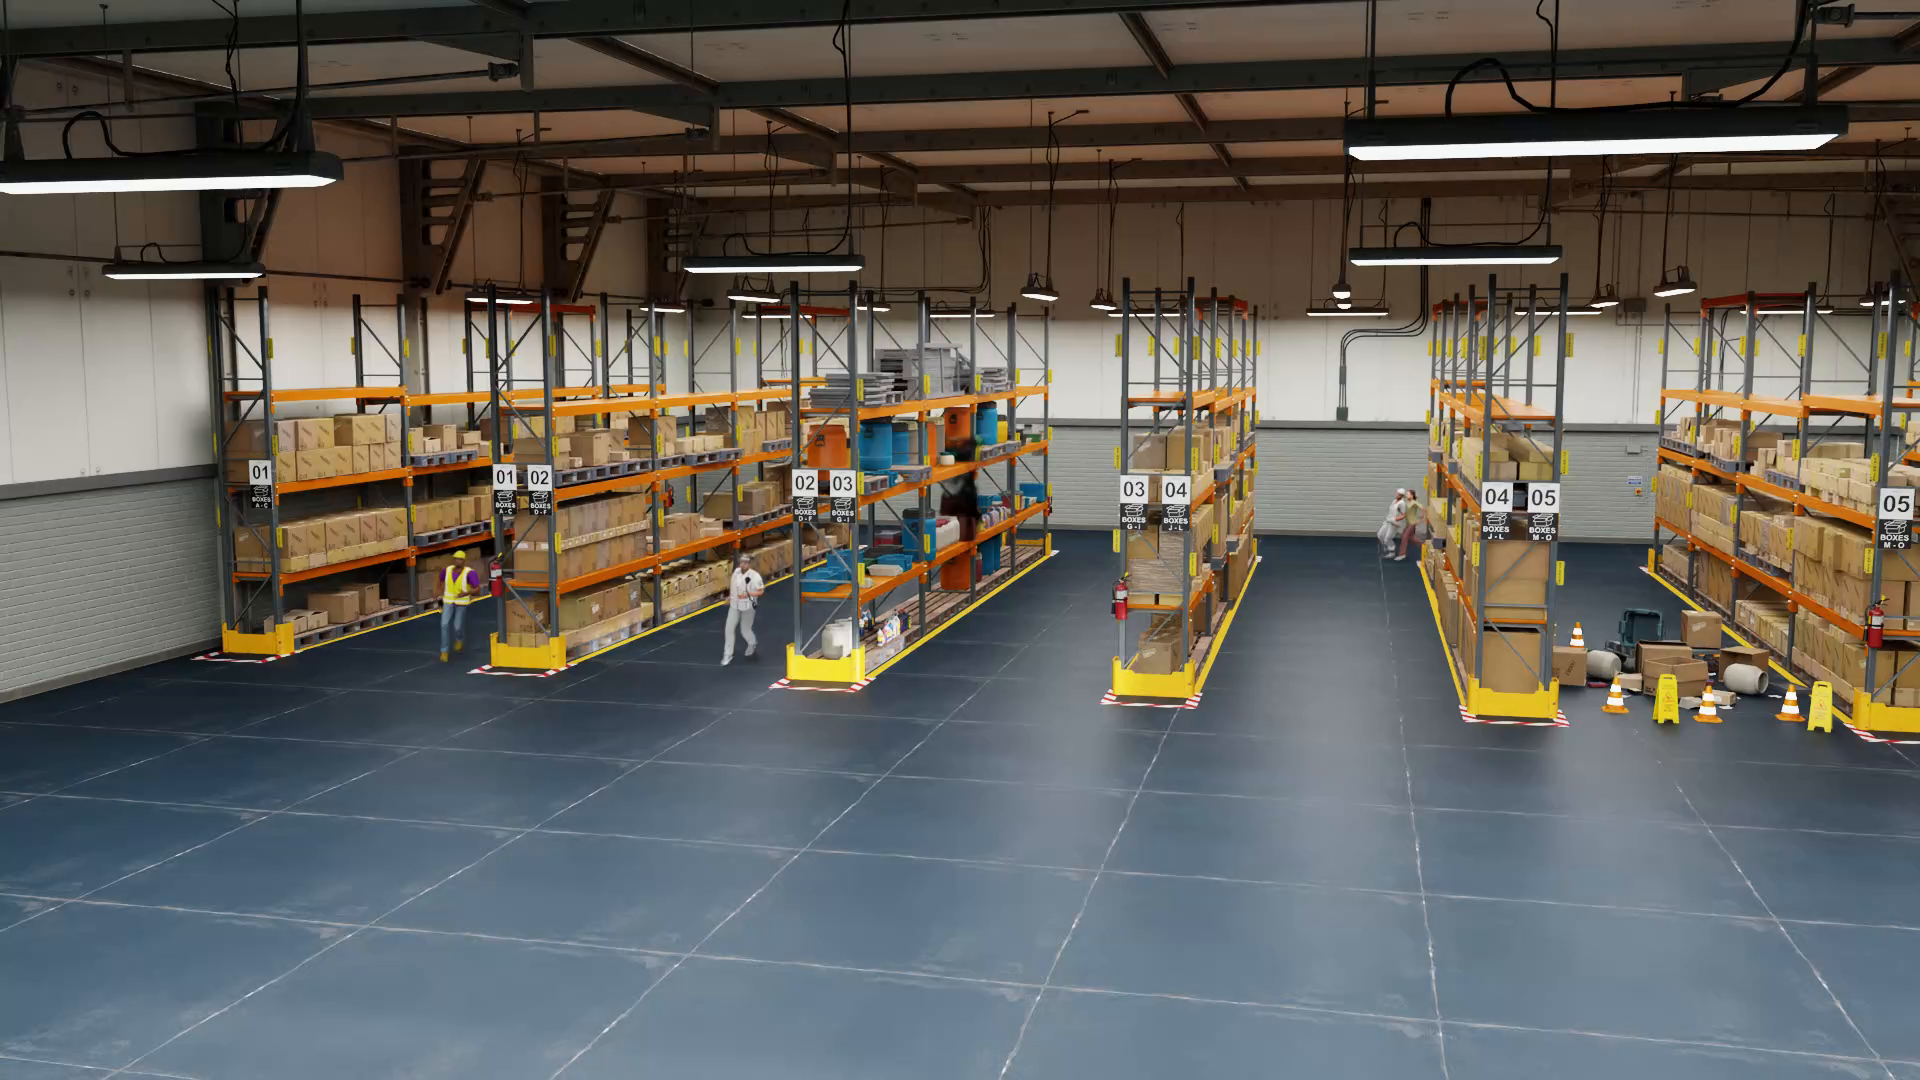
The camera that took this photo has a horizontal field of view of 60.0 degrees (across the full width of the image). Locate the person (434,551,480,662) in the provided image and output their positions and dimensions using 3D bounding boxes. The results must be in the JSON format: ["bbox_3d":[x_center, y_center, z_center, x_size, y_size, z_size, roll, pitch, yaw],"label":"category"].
[{"bbox_3d":[-8.163,1.047,27.032,0.733,1.783,0.905,0,7,-3],"label":"person"}]

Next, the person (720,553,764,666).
[{"bbox_3d":[-3.442,1.078,26.632,0.689,1.778,0.960,2,7,20],"label":"person"}]

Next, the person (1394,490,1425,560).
[{"bbox_3d":[10.759,-0.362,39.564,0.930,1.678,0.612,-1,7,-7],"label":"person"}]

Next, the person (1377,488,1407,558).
[{"bbox_3d":[10.236,-0.384,39.461,0.547,1.713,0.763,-1,7,-7],"label":"person"}]
